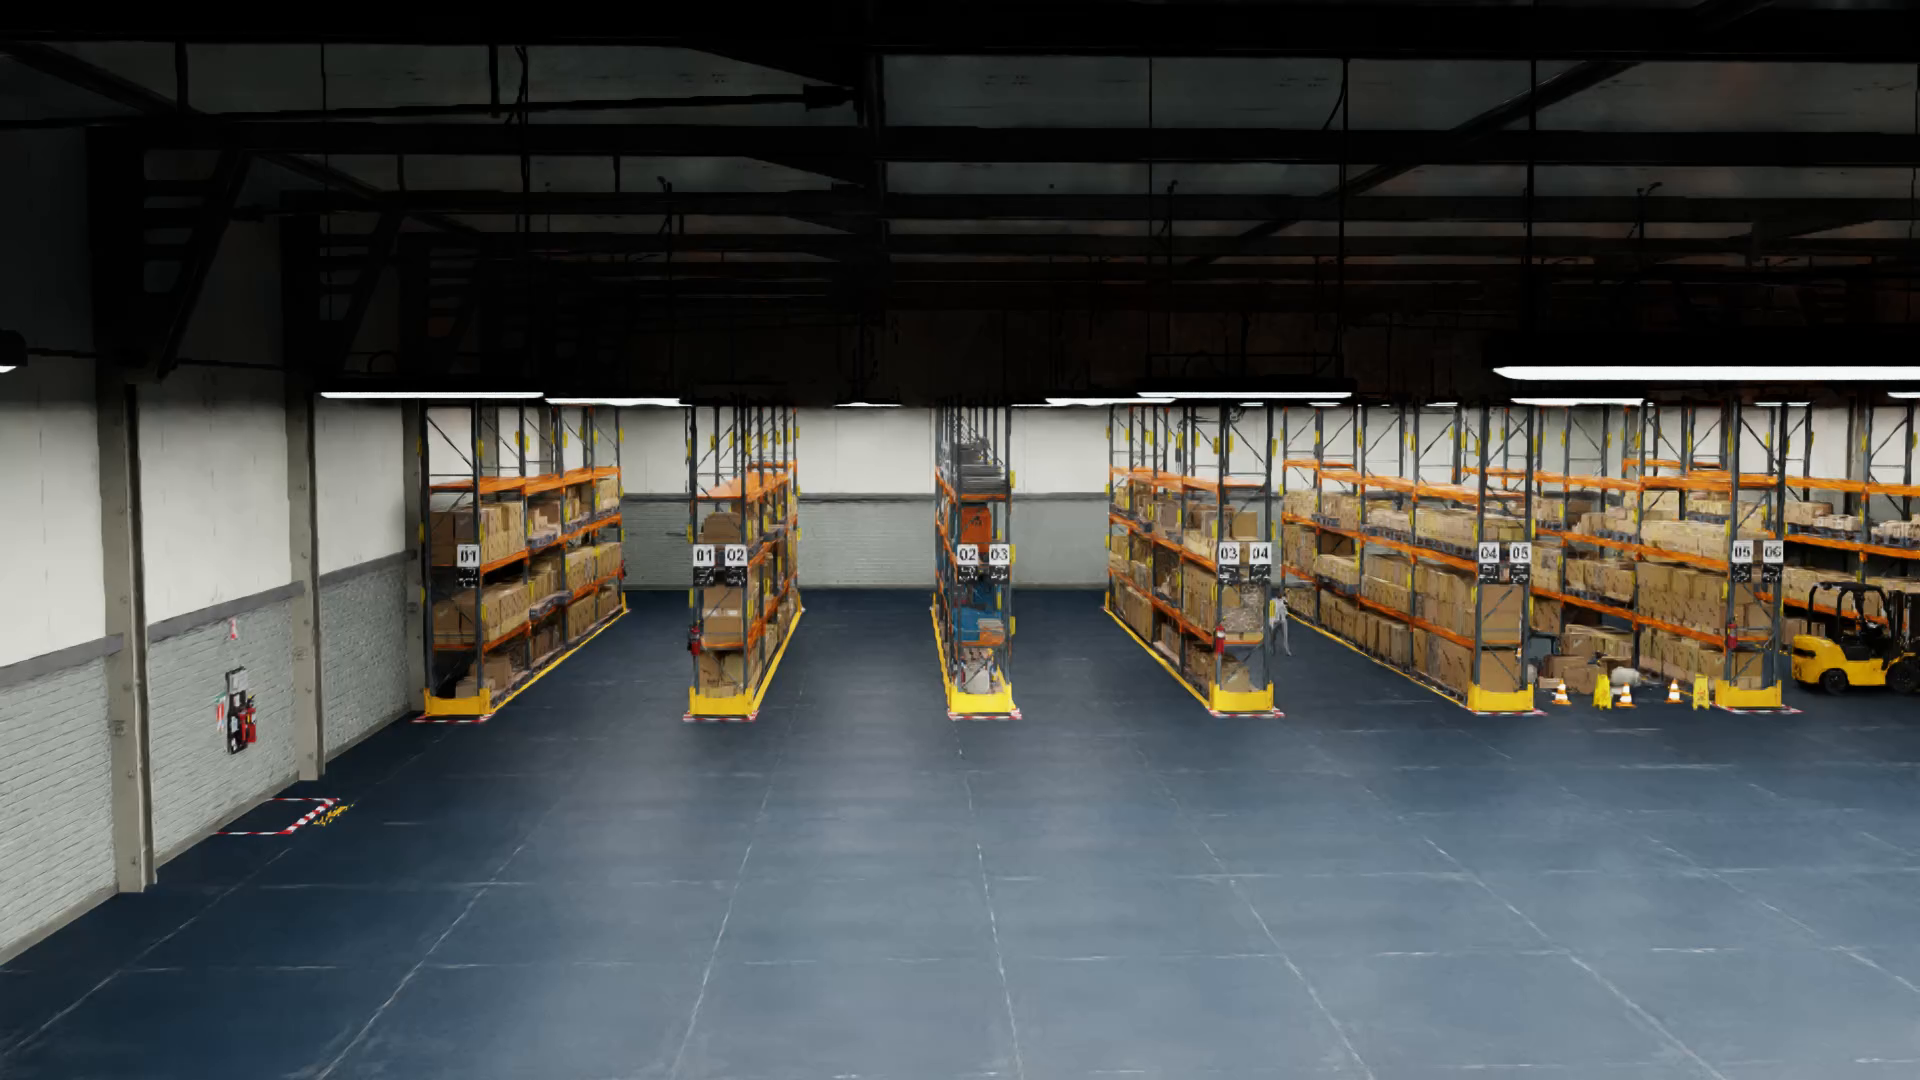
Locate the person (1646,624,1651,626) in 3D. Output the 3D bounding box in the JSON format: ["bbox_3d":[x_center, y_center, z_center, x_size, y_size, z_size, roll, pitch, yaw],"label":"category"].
[{"bbox_3d":[16.739,1.653,40.327,0.494,1.775,0.578,2,5,28],"label":"person"}]

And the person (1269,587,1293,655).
[{"bbox_3d":[7.420,1.861,38.678,0.499,1.587,1.074,0,5,-4],"label":"person"}]

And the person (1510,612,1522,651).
[{"bbox_3d":[12.711,1.813,38.157,0.577,1.785,0.655,2,5,26],"label":"person"}]

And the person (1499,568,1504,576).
[{"bbox_3d":[13.486,1.548,41.792,0.598,1.743,0.675,1,5,18],"label":"person"}]
